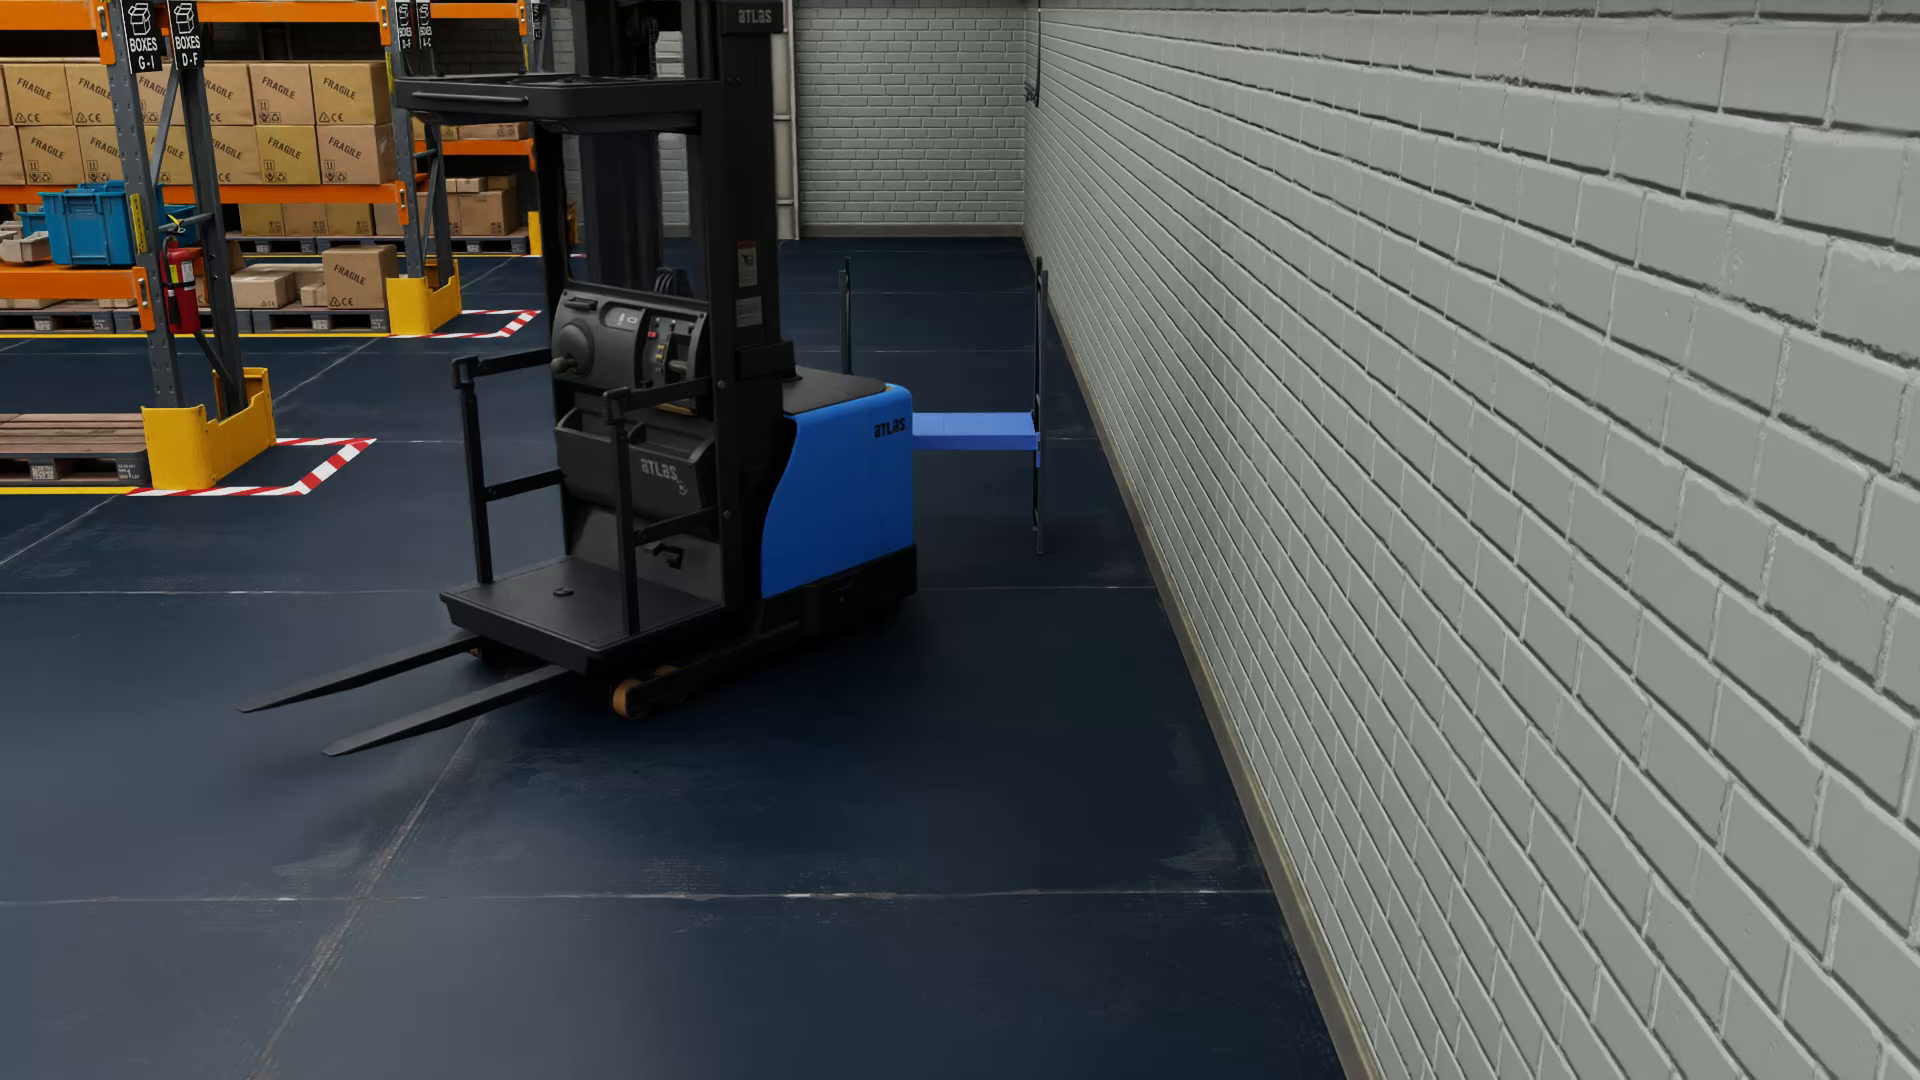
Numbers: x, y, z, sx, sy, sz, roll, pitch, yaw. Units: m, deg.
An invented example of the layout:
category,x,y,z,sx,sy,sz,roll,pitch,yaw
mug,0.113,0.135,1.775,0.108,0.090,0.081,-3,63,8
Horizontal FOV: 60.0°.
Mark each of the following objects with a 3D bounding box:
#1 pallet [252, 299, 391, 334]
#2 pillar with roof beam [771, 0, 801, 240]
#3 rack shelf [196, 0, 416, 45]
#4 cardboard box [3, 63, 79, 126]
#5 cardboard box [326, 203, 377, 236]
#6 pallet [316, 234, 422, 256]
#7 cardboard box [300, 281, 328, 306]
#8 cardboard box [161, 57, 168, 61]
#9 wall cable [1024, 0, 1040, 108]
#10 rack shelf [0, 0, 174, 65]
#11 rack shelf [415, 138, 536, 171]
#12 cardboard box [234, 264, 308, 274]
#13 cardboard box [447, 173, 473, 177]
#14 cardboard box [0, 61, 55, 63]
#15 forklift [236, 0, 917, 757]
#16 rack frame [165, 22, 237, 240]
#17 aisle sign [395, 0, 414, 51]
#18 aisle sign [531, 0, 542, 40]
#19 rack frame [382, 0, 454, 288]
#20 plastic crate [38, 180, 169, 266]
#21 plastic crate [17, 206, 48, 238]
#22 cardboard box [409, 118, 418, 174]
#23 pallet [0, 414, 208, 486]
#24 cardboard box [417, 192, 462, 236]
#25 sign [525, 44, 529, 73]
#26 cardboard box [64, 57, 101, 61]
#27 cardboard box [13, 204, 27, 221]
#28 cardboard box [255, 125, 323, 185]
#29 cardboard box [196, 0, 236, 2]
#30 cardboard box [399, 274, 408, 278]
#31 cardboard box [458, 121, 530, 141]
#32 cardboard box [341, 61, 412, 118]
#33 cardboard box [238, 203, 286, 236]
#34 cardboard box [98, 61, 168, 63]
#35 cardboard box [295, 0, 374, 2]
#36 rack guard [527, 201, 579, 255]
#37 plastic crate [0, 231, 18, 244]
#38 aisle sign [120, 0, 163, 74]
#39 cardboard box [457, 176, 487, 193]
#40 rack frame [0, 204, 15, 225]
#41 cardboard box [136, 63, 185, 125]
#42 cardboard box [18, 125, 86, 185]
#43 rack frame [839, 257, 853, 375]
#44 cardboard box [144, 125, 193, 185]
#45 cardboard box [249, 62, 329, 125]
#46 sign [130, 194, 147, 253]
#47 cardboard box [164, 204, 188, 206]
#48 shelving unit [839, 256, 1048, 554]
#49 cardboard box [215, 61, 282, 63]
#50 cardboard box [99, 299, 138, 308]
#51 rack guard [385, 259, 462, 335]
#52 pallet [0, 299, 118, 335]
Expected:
category,x,y,z,sx,sy,sz,roll,pitch,yaw
pallet,-5.673,-2.082,15.194,1.213,0.211,1.003,0,18,-1
pillar with roof beam,-2.127,-6.747,15.347,0.400,9.000,9.100,0,18,-1
rack shelf,-6.799,-4.491,14.403,4.000,0.370,1.077,0,18,-1
cardboard box,-7.808,-3.838,14.301,0.500,0.500,0.500,-1,18,-3
cardboard box,-7.116,-3.894,19.679,0.500,0.500,0.700,0,18,0
pallet,-6.897,-3.567,19.822,1.213,0.211,1.003,0,18,-1
cardboard box,-5.746,-2.223,14.984,0.250,0.166,0.380,0,18,-1
cardboard box,-9.344,-5.384,19.009,0.500,0.250,0.500,0,18,0
wall cable,0.779,-6.224,18.801,0.112,2.526,3.097,0,18,-1
rack shelf,-6.725,-2.978,9.687,4.000,0.370,1.077,0,18,-1
rack shelf,-6.881,-4.575,19.578,4.000,0.370,1.077,0,18,-1
cardboard box,-6.348,-2.394,15.381,0.500,0.250,0.500,0,18,-1
cardboard box,-5.964,-4.271,19.795,0.250,0.149,0.380,0,18,-1
cardboard box,-8.298,-4.001,14.808,0.500,0.500,0.500,0,18,-1
forklift,-1.534,-0.835,6.853,1.130,2.935,3.031,14,23,37
rack frame,-8.881,-4.908,19.438,0.127,3.000,1.000,0,18,-1
aisle sign,-4.726,-4.559,14.094,0.004,0.787,0.394,0,18,-1
aisle sign,-4.805,-6.074,18.816,0.004,0.787,0.394,0,18,-1
rack frame,-4.800,-3.415,14.782,0.127,3.000,1.000,0,18,-1
plastic crate,-5.057,-1.889,9.868,0.499,0.435,0.616,0,18,-1
plastic crate,-5.635,-1.947,10.382,0.300,0.233,0.416,0,18,-1
cardboard box,-5.247,-3.541,15.011,0.500,0.500,0.500,0,18,0
pallet,-5.550,-0.582,10.516,1.213,0.211,1.003,0,18,-1
cardboard box,-6.080,-3.901,19.702,0.500,0.500,0.700,0,18,-1
sign,-4.887,-5.426,18.768,0.005,0.325,0.100,0,18,-1
cardboard box,-9.855,-5.384,19.010,0.500,0.250,0.500,0,18,0
cardboard box,-11.267,-4.031,19.535,0.750,0.750,0.750,0,18,-1
cardboard box,-5.762,-3.373,14.489,0.500,0.500,0.500,0,18,0
cardboard box,-6.309,-4.683,14.071,0.500,0.250,0.500,0,18,-1
cardboard box,-5.224,-2.370,15.471,0.250,0.149,0.380,0,18,-1
cardboard box,-5.391,-5.065,19.435,0.700,0.700,0.980,1,18,2
cardboard box,-5.247,-4.017,14.858,0.500,0.500,0.500,0,18,1
cardboard box,-8.132,-3.890,19.669,0.500,0.500,0.700,0,18,0
cardboard box,-7.281,-4.006,14.825,0.500,0.500,0.500,0,18,0
cardboard box,-5.309,-4.689,14.088,0.500,0.250,0.500,0,18,-1
rack guard,-4.857,-3.738,19.880,0.348,0.500,1.175,0,18,-1
plastic crate,-5.828,-1.749,9.922,0.243,0.136,0.396,0,18,-1
aisle sign,-4.648,-3.051,9.391,0.004,0.787,0.394,0,18,-1
cardboard box,-5.705,-4.156,19.435,0.250,0.149,0.380,0,18,-2
rack frame,-8.799,-3.395,14.722,0.127,3.000,1.000,0,18,-1
cardboard box,-6.777,-3.843,14.317,0.500,0.500,0.500,0,18,1
cardboard box,-7.773,-3.366,14.465,0.500,0.500,0.500,0,18,0
rack frame,-0.594,-0.711,8.810,0.032,1.500,0.500,0,18,-1
cardboard box,-6.764,-3.370,14.480,0.500,0.500,0.500,-1,18,-2
cardboard box,-5.745,-3.850,14.337,0.500,0.500,0.500,0,18,1
sign,-4.700,-1.812,9.517,0.005,0.325,0.100,0,18,-1
cardboard box,-9.529,-4.042,19.569,0.750,0.750,0.750,0,18,0
shelving unit,-0.085,-0.714,8.817,1.048,1.500,0.538,0,18,-1
cardboard box,-6.270,-4.011,14.840,0.500,0.500,0.500,0,18,0
cardboard box,-7.511,-2.199,14.910,0.250,0.166,0.380,0,18,-1
rack guard,-4.876,-2.224,15.162,0.348,0.500,1.175,0,18,-1
pallet,-8.112,-2.071,15.157,1.213,0.211,1.003,0,18,-1
